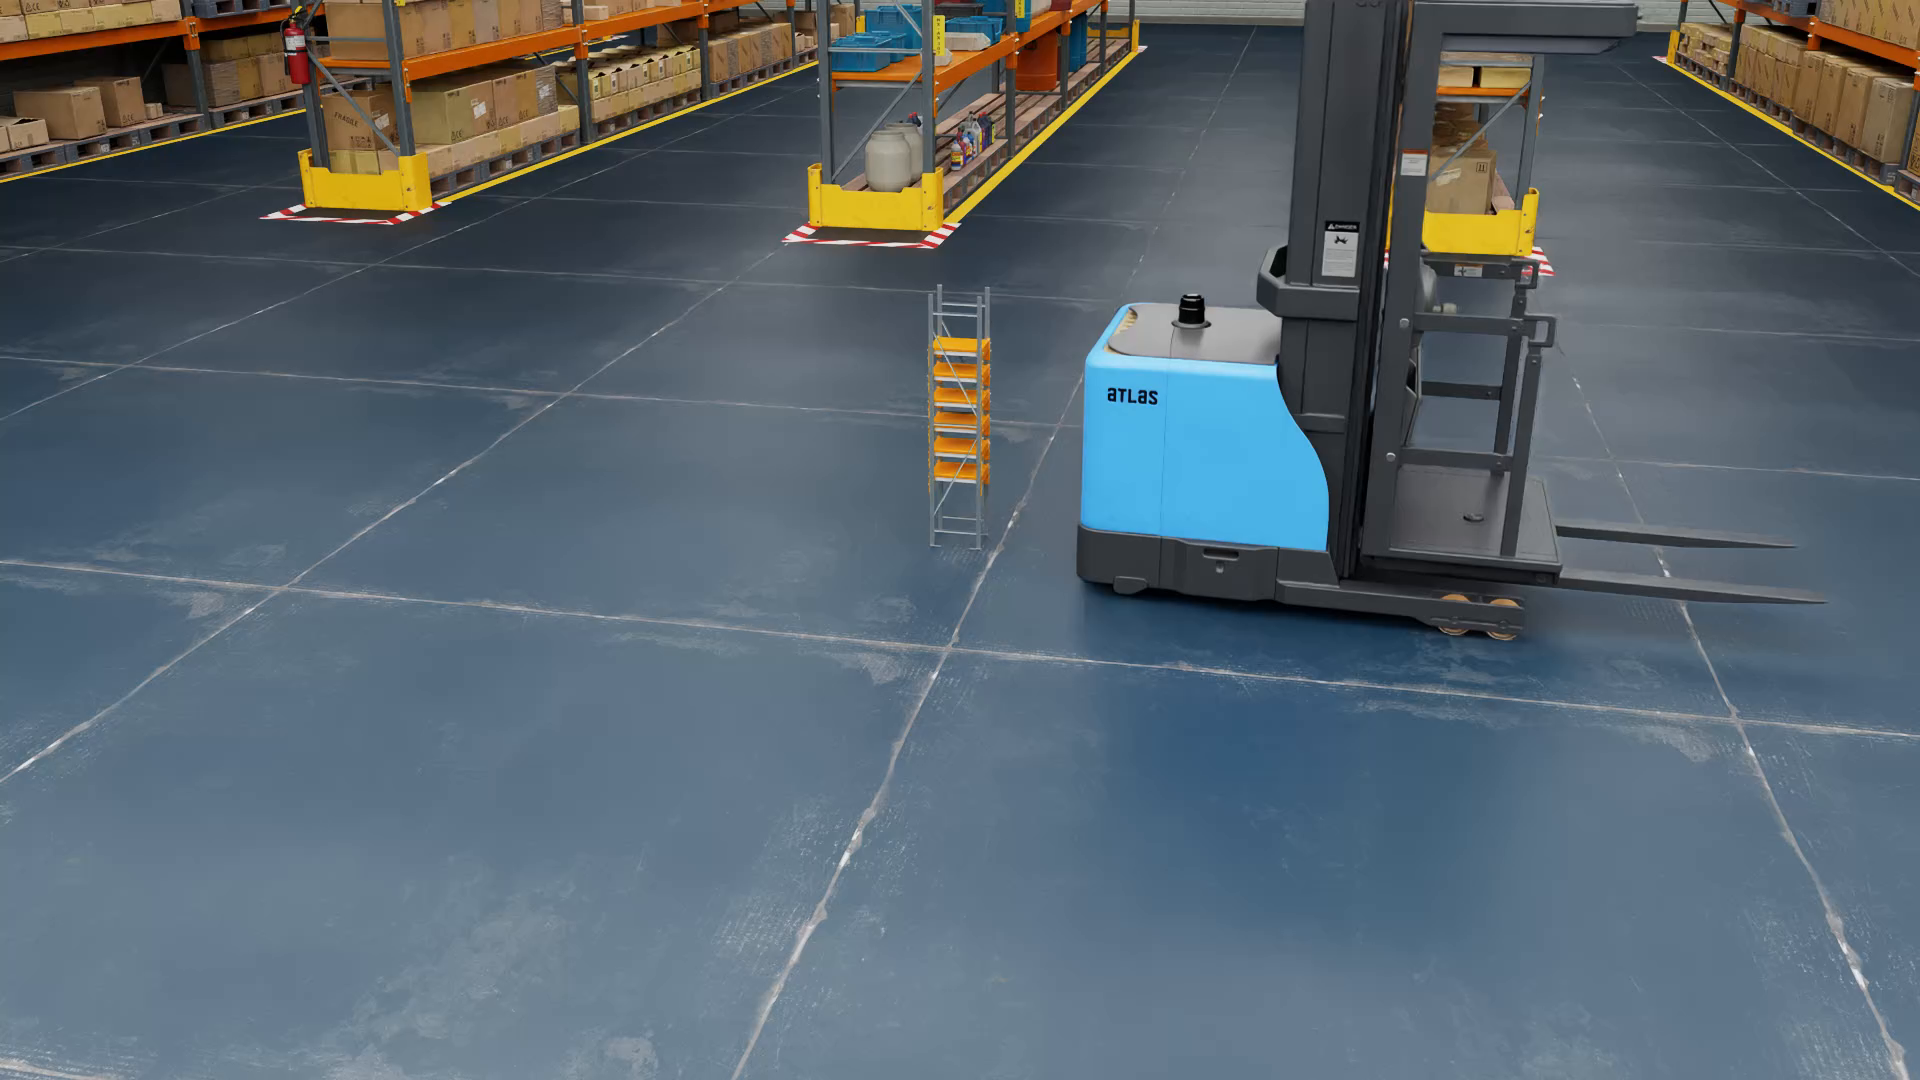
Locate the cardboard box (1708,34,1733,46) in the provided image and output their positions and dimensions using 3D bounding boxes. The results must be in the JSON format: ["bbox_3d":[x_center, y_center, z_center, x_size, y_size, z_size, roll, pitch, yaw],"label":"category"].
[{"bbox_3d":[11.386,-7.448,24.790,0.380,0.149,0.250,3,22,8],"label":"cardboard box"}]

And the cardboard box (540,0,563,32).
[{"bbox_3d":[-4.832,-5.896,18.345,0.700,0.500,0.500,4,22,10],"label":"cardboard box"}]

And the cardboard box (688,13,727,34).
[{"bbox_3d":[-3.758,-7.624,24.521,0.500,0.250,0.500,4,22,10],"label":"cardboard box"}]

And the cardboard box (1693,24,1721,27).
[{"bbox_3d":[11.855,-8.103,26.415,0.380,0.149,0.250,5,22,12],"label":"cardboard box"}]

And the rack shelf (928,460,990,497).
[{"bbox_3d":[-0.003,-0.287,7.723,0.258,0.103,0.180,4,22,11],"label":"rack shelf"}]

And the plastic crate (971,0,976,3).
[{"bbox_3d":[0.021,-6.054,18.891,0.392,0.384,0.575,4,22,11],"label":"plastic crate"}]

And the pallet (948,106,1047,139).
[{"bbox_3d":[0.470,-5.078,20.180,1.003,0.211,1.213,4,22,11],"label":"pallet"}]

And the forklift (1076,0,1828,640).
[{"bbox_3d":[2.085,-1.168,6.830,3.031,2.935,1.130,5,23,13],"label":"forklift"}]

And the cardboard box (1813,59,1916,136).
[{"bbox_3d":[10.213,-4.920,18.503,1.050,0.750,0.750,5,22,12],"label":"cardboard box"}]

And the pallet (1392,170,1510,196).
[{"bbox_3d":[4.600,-3.267,15.683,1.003,0.211,1.213,4,22,11],"label":"pallet"}]

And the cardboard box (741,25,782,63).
[{"bbox_3d":[-3.045,-7.601,25.468,0.500,0.500,0.500,5,22,11],"label":"cardboard box"}]

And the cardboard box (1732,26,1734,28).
[{"bbox_3d":[12.337,-7.973,26.094,0.380,0.149,0.250,4,22,10],"label":"cardboard box"}]

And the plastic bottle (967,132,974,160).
[{"bbox_3d":[0.091,-3.985,16.796,0.097,0.271,0.097,0,22,0],"label":"plastic bottle"}]

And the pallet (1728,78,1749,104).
[{"bbox_3d":[11.259,-6.189,22.938,1.003,0.211,1.213,4,22,11],"label":"pallet"}]

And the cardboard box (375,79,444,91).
[{"bbox_3d":[-5.556,-4.403,16.885,0.500,0.500,0.500,4,22,11],"label":"cardboard box"}]

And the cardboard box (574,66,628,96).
[{"bbox_3d":[-4.312,-5.507,19.880,0.500,0.311,0.500,4,22,10],"label":"cardboard box"}]

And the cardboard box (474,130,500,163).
[{"bbox_3d":[-5.036,-4.014,16.925,0.500,0.250,0.500,4,22,11],"label":"cardboard box"}]

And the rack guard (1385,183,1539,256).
[{"bbox_3d":[4.149,-2.662,13.793,1.175,0.500,0.348,4,22,11],"label":"rack guard"}]

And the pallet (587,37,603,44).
[{"bbox_3d":[-7.236,-9.186,30.380,1.003,0.211,1.213,4,22,11],"label":"pallet"}]

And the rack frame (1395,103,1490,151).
[{"bbox_3d":[4.949,-5.256,16.890,1.000,3.000,0.127,4,22,11],"label":"rack frame"}]

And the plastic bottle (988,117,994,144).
[{"bbox_3d":[0.325,-4.377,17.753,0.061,0.283,0.133,6,23,14],"label":"plastic bottle"}]

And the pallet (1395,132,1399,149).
[{"bbox_3d":[5.107,-4.248,18.118,1.003,0.211,1.213,4,22,11],"label":"pallet"}]

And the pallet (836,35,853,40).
[{"bbox_3d":[-2.476,-8.788,29.393,1.003,0.211,1.213,4,22,11],"label":"pallet"}]

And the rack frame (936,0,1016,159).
[{"bbox_3d":[0.101,-5.634,17.827,1.000,3.000,0.127,4,22,11],"label":"rack frame"}]

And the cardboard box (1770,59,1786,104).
[{"bbox_3d":[10.589,-5.790,20.998,0.500,0.500,0.500,5,23,13],"label":"cardboard box"}]

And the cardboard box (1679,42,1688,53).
[{"bbox_3d":[11.813,-7.935,26.795,0.380,0.149,0.250,5,22,12],"label":"cardboard box"}]

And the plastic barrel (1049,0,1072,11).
[{"bbox_3d":[1.119,-6.967,20.955,0.600,0.536,0.708,4,22,11],"label":"plastic barrel"}]

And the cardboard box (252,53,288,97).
[{"bbox_3d":[-9.264,-6.080,21.693,0.700,0.500,0.500,5,22,12],"label":"cardboard box"}]

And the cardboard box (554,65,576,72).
[{"bbox_3d":[-4.846,-5.553,19.994,0.500,0.311,0.500,5,22,12],"label":"cardboard box"}]

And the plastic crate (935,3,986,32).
[{"bbox_3d":[-0.131,-5.423,17.388,0.767,0.338,0.504,4,22,11],"label":"plastic crate"}]

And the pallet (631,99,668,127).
[{"bbox_3d":[-4.389,-5.439,21.077,1.003,0.211,1.213,4,22,11],"label":"pallet"}]

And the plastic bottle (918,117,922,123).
[{"bbox_3d":[-0.433,-4.371,17.749,0.152,0.276,0.135,5,23,13],"label":"plastic bottle"}]

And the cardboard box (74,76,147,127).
[{"bbox_3d":[-9.771,-5.051,19.137,0.500,0.500,0.500,3,22,7],"label":"cardboard box"}]

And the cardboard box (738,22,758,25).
[{"bbox_3d":[-3.453,-7.825,26.025,0.500,0.500,0.500,3,22,8],"label":"cardboard box"}]

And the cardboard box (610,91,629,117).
[{"bbox_3d":[-4.317,-5.248,19.987,0.500,0.250,0.500,5,22,12],"label":"cardboard box"}]

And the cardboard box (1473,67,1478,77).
[{"bbox_3d":[4.591,-4.036,14.197,0.380,0.149,0.250,4,22,11],"label":"cardboard box"}]

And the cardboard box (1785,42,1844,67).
[{"bbox_3d":[10.484,-5.957,20.411,0.500,0.250,0.500,4,22,10],"label":"cardboard box"}]

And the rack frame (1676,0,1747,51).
[{"bbox_3d":[12.233,-9.230,26.756,1.000,3.000,0.127,4,22,11],"label":"rack frame"}]

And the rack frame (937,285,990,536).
[{"bbox_3d":[0.016,-0.585,7.699,0.240,1.200,0.006,4,22,11],"label":"rack frame"}]

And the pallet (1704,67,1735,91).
[{"bbox_3d":[11.519,-6.722,24.261,1.003,0.211,1.213,4,22,11],"label":"pallet"}]

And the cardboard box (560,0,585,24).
[{"bbox_3d":[-4.690,-6.127,19.252,0.500,0.250,0.500,6,23,14],"label":"cardboard box"}]

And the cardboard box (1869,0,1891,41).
[{"bbox_3d":[9.835,-5.469,17.283,0.500,0.500,0.500,5,22,11],"label":"cardboard box"}]

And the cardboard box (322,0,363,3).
[{"bbox_3d":[-5.672,-5.052,15.379,0.380,0.149,0.250,4,22,10],"label":"cardboard box"}]

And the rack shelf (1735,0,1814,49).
[{"bbox_3d":[11.009,-6.702,21.442,1.077,0.370,4.000,4,22,11],"label":"rack shelf"}]

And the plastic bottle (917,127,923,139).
[{"bbox_3d":[-0.445,-4.084,17.037,0.152,0.276,0.135,4,22,11],"label":"plastic bottle"}]

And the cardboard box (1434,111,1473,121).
[{"bbox_3d":[4.719,-3.938,16.401,0.500,0.500,0.500,12,25,28],"label":"cardboard box"}]

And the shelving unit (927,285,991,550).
[{"bbox_3d":[-0.003,-0.551,7.616,0.258,1.200,0.189,4,22,11],"label":"shelving unit"}]

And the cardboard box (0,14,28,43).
[{"bbox_3d":[-9.912,-5.211,16.952,0.500,0.250,0.500,4,22,9],"label":"cardboard box"}]

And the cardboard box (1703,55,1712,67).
[{"bbox_3d":[11.374,-7.187,24.938,0.380,0.149,0.250,4,22,11],"label":"cardboard box"}]
